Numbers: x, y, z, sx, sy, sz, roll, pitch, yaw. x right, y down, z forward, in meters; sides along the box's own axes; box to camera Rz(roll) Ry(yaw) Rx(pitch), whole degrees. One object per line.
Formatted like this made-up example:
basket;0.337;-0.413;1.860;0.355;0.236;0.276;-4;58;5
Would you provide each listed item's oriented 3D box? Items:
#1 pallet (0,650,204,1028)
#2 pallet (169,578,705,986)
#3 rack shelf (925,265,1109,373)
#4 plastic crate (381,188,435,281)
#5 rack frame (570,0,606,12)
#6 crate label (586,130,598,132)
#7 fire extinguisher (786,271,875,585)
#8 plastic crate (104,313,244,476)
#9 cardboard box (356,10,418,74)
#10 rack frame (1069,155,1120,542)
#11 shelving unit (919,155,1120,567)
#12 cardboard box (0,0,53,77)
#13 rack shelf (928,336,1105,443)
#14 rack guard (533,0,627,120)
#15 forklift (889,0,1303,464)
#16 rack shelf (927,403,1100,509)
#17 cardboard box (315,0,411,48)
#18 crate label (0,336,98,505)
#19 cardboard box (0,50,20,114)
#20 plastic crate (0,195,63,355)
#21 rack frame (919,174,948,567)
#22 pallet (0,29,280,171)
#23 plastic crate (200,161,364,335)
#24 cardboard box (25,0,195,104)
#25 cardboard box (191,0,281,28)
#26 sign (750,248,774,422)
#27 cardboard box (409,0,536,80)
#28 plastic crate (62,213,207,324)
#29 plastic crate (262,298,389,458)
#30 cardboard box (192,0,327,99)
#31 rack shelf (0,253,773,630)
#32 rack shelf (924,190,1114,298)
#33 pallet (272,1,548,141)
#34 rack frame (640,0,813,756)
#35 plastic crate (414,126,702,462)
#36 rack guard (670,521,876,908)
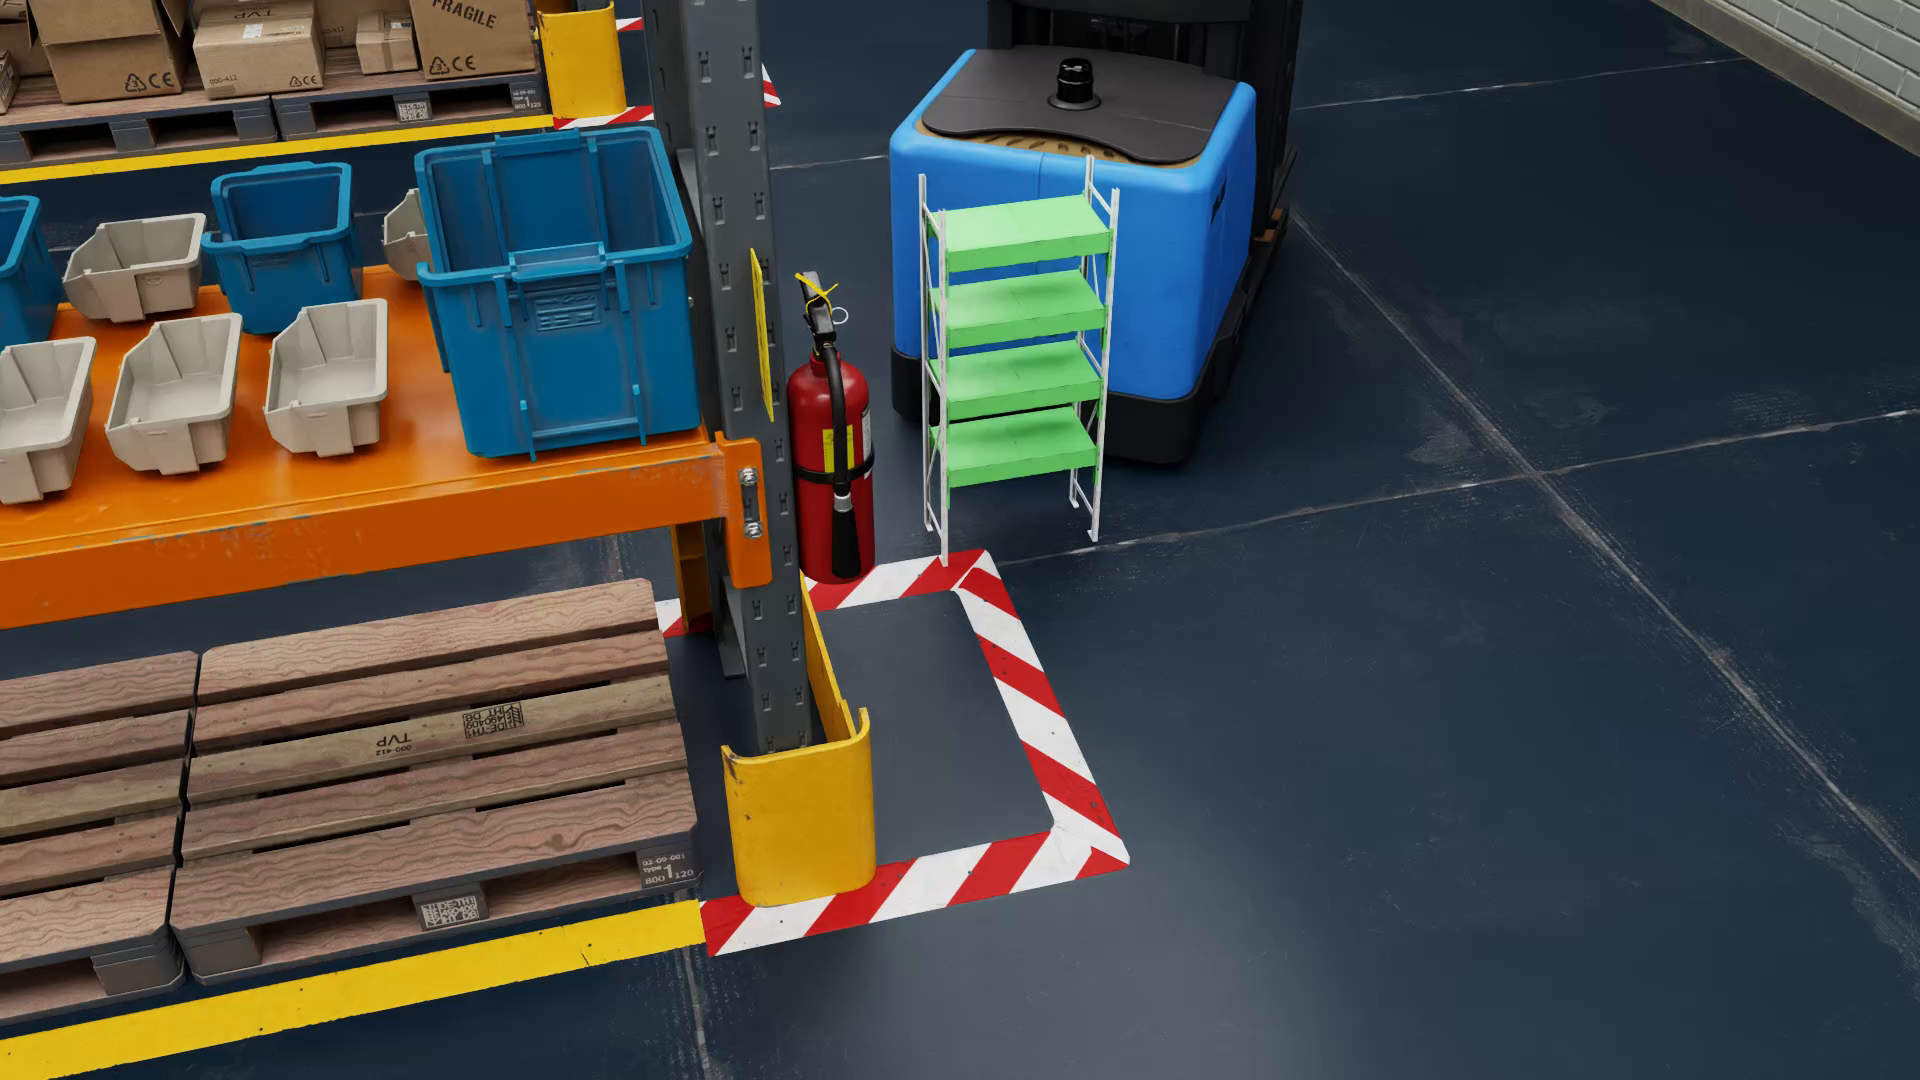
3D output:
pallet;-2.515;0.767;4.074;1.213;0.211;1.003;-9;38;-12
pallet;-1.340;0.576;4.324;1.213;0.211;1.003;-9;38;-12
rack shelf;0.160;-0.643;4.813;0.480;0.148;0.258;-9;38;-12
plastic crate;-1.189;-0.711;3.878;0.298;0.136;0.250;-9;38;-12
rack frame;-1.821;-3.546;7.416;0.127;3.000;1.000;-9;38;-12
crate label;-0.858;-0.751;3.851;0.303;0.233;0.416;-9;38;-12
fire extinguisher;-0.269;-0.218;3.437;0.183;0.674;0.296;-9;38;-12
plastic crate;-1.557;-0.286;3.323;0.243;0.136;0.396;-9;38;-12
cardboard box;-2.697;-2.353;7.827;0.250;0.166;0.380;-9;38;-12
rack frame;0.395;-0.541;4.970;0.015;1.200;0.240;-9;38;-12
shelving unit;0.160;-0.503;4.920;0.503;1.200;0.258;-9;38;-12
cardboard box;-4.483;-2.394;7.762;0.500;0.311;0.500;-9;38;-12
rack shelf;0.160;-0.452;4.959;0.480;0.148;0.258;-9;38;-12
rack guard;-1.895;-2.541;8.160;0.348;0.500;1.175;-9;38;-12
forklift;0.711;-2.313;5.861;1.130;2.935;3.031;11;39;14
rack shelf;0.160;-0.261;5.104;0.480;0.148;0.258;-9;38;-12
cardboard box;-2.903;-2.630;8.120;0.500;0.250;0.500;-9;38;-12
crate label;-1.820;-0.228;3.246;0.243;0.136;0.396;-9;38;-12
cardboard box;-4.389;-2.044;7.423;0.250;0.166;0.380;-9;38;-12
plastic crate;-2.129;-0.543;3.579;0.300;0.233;0.416;-9;38;-12
rack frame;-0.076;-0.464;4.869;0.015;1.200;0.240;-9;38;-12
pallet;-3.840;-2.108;7.832;1.213;0.211;1.003;-9;38;-12
plastic crate;-1.493;-0.647;3.715;0.300;0.233;0.416;-9;38;-12
cardboard box;-3.871;-2.396;7.606;0.637;0.503;0.797;-9;38;-12
cardboard box;-3.386;-2.550;8.016;0.500;0.250;0.500;-9;38;-12
sign;-0.374;-0.384;3.149;0.005;0.325;0.100;-9;38;-12
cardboard box;-2.282;-2.497;7.741;0.500;0.500;0.500;-9;38;-12
plastic crate;-1.844;-0.603;3.737;0.298;0.136;0.250;-9;38;-12
plastic crate;-1.274;-0.323;3.372;0.243;0.136;0.396;-9;38;-12
cardboard box;-3.207;-2.265;7.643;0.500;0.250;0.500;-9;38;-12
rack shelf;-2.464;-0.037;3.422;4.000;0.370;1.077;-9;38;-12
rack shelf;0.160;-0.833;4.667;0.480;0.148;0.258;-9;38;-12
pallet;-2.664;-2.299;8.082;1.213;0.211;1.003;-9;38;-12
rack frame;-0.534;-0.640;3.618;0.127;3.000;1.000;-9;38;-12
plastic crate;-0.808;-0.515;3.376;0.499;0.435;0.616;-9;38;-12
rack guard;-0.514;0.342;4.392;0.348;0.500;1.175;-9;38;-12
